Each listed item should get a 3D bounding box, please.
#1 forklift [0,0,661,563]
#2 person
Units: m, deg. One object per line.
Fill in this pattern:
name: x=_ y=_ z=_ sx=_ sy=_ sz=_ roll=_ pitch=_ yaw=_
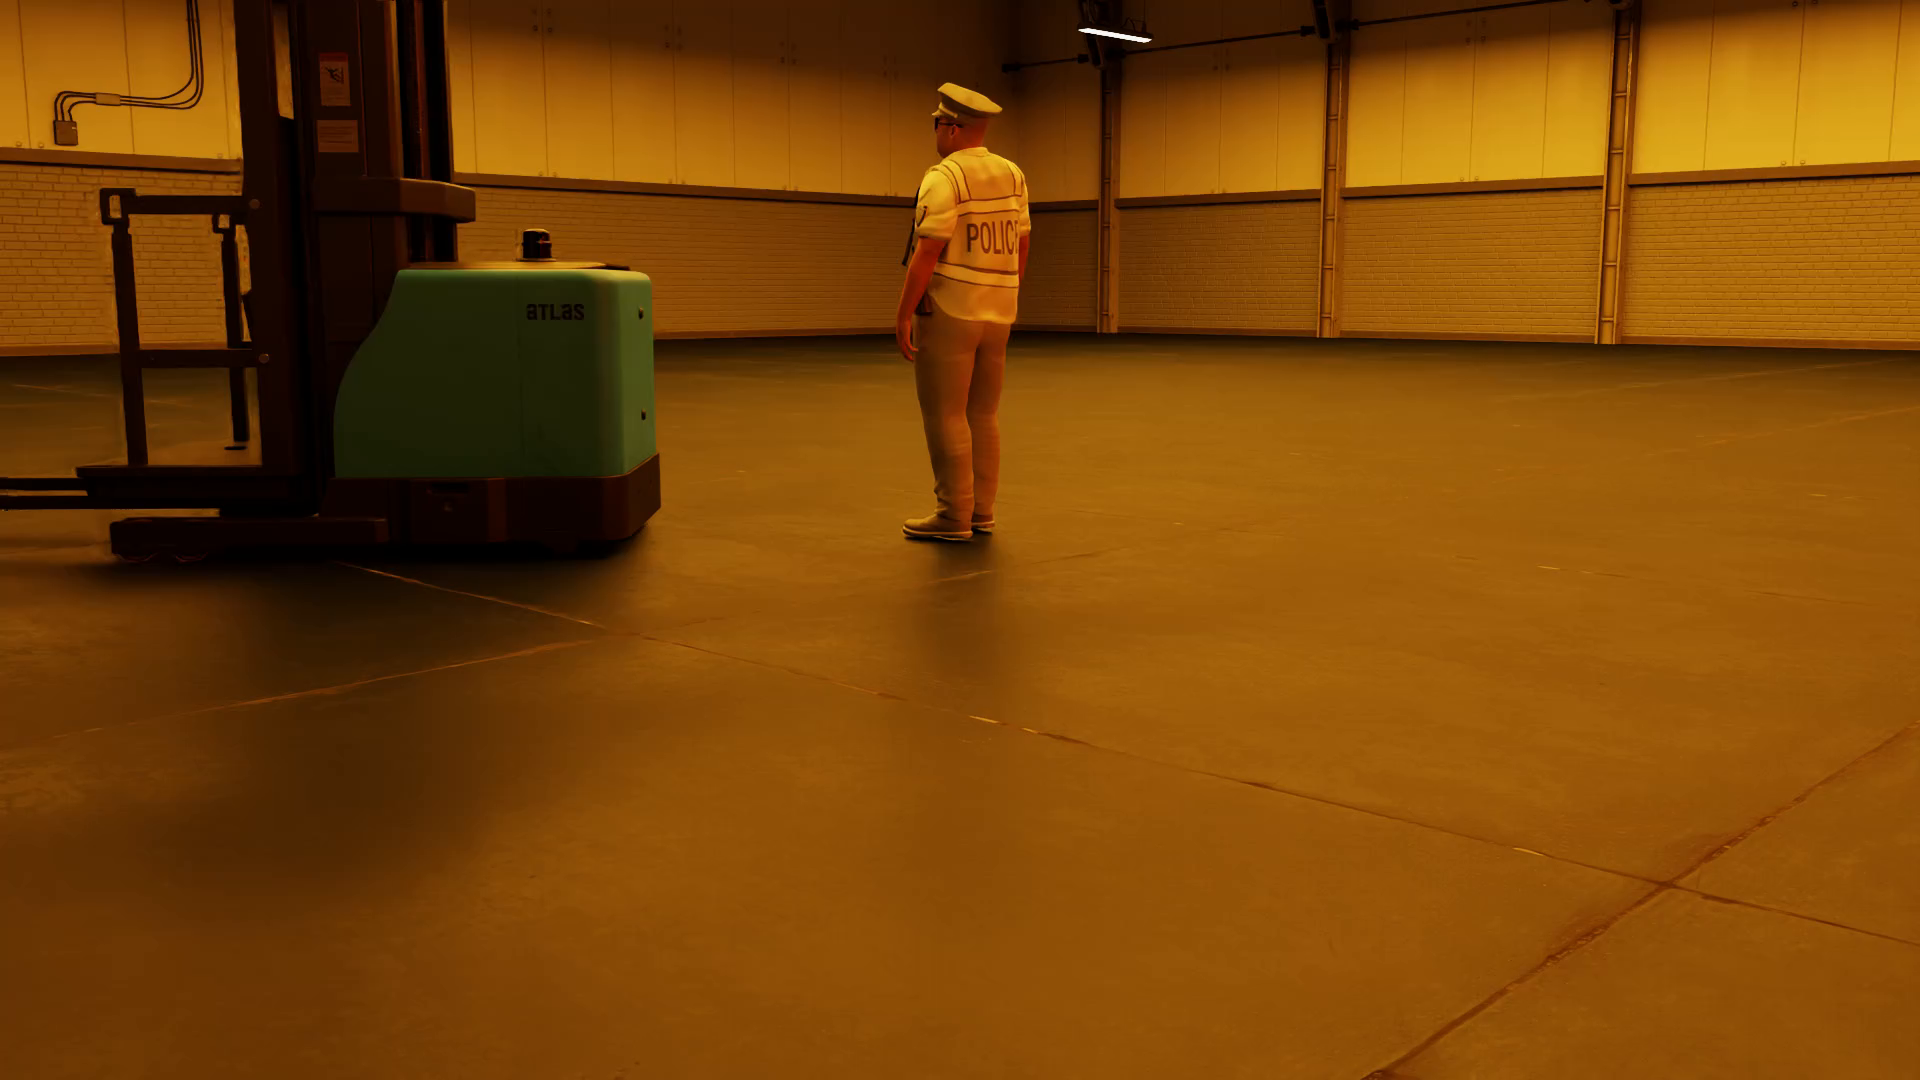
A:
forklift: x=-2.784 y=-1.444 z=6.464 sx=3.031 sy=2.935 sz=1.130 roll=0 pitch=9 yaw=-2
person: x=-0.049 y=-0.898 z=6.645 sx=0.572 sy=1.782 sz=0.642 roll=8 pitch=12 yaw=43
